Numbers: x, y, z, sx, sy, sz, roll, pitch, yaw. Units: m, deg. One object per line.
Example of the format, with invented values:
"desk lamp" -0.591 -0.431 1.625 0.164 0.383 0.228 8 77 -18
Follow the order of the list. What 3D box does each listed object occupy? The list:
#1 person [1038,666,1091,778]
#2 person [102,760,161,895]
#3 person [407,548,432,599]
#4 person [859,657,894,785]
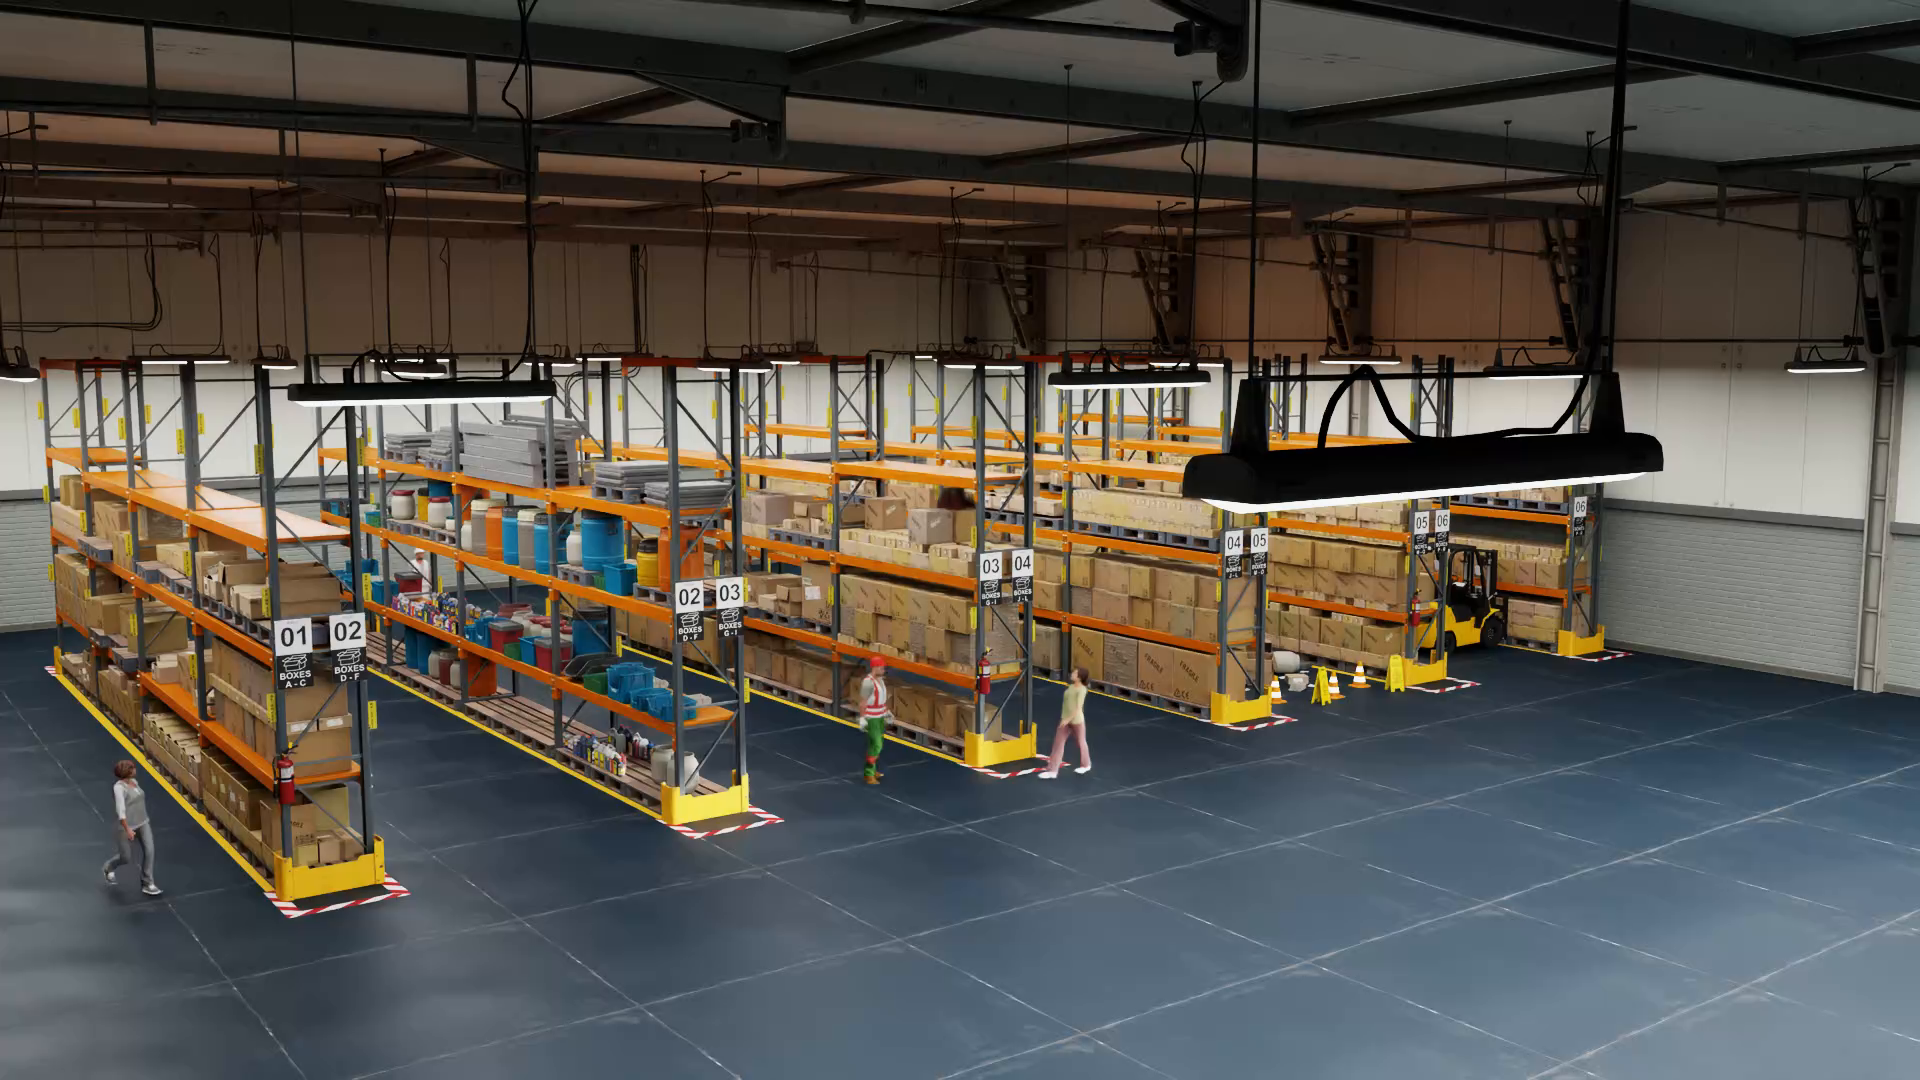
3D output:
"person" 1.587 2.630 24.022 0.464 1.607 0.966 5 9 38
"person" -9.518 3.269 19.035 0.763 1.561 0.404 4 8 32
"person" -11.931 1.061 36.779 0.565 1.808 0.452 -4 8 -31
"person" -1.222 2.583 24.037 0.391 1.803 0.680 3 7 20
